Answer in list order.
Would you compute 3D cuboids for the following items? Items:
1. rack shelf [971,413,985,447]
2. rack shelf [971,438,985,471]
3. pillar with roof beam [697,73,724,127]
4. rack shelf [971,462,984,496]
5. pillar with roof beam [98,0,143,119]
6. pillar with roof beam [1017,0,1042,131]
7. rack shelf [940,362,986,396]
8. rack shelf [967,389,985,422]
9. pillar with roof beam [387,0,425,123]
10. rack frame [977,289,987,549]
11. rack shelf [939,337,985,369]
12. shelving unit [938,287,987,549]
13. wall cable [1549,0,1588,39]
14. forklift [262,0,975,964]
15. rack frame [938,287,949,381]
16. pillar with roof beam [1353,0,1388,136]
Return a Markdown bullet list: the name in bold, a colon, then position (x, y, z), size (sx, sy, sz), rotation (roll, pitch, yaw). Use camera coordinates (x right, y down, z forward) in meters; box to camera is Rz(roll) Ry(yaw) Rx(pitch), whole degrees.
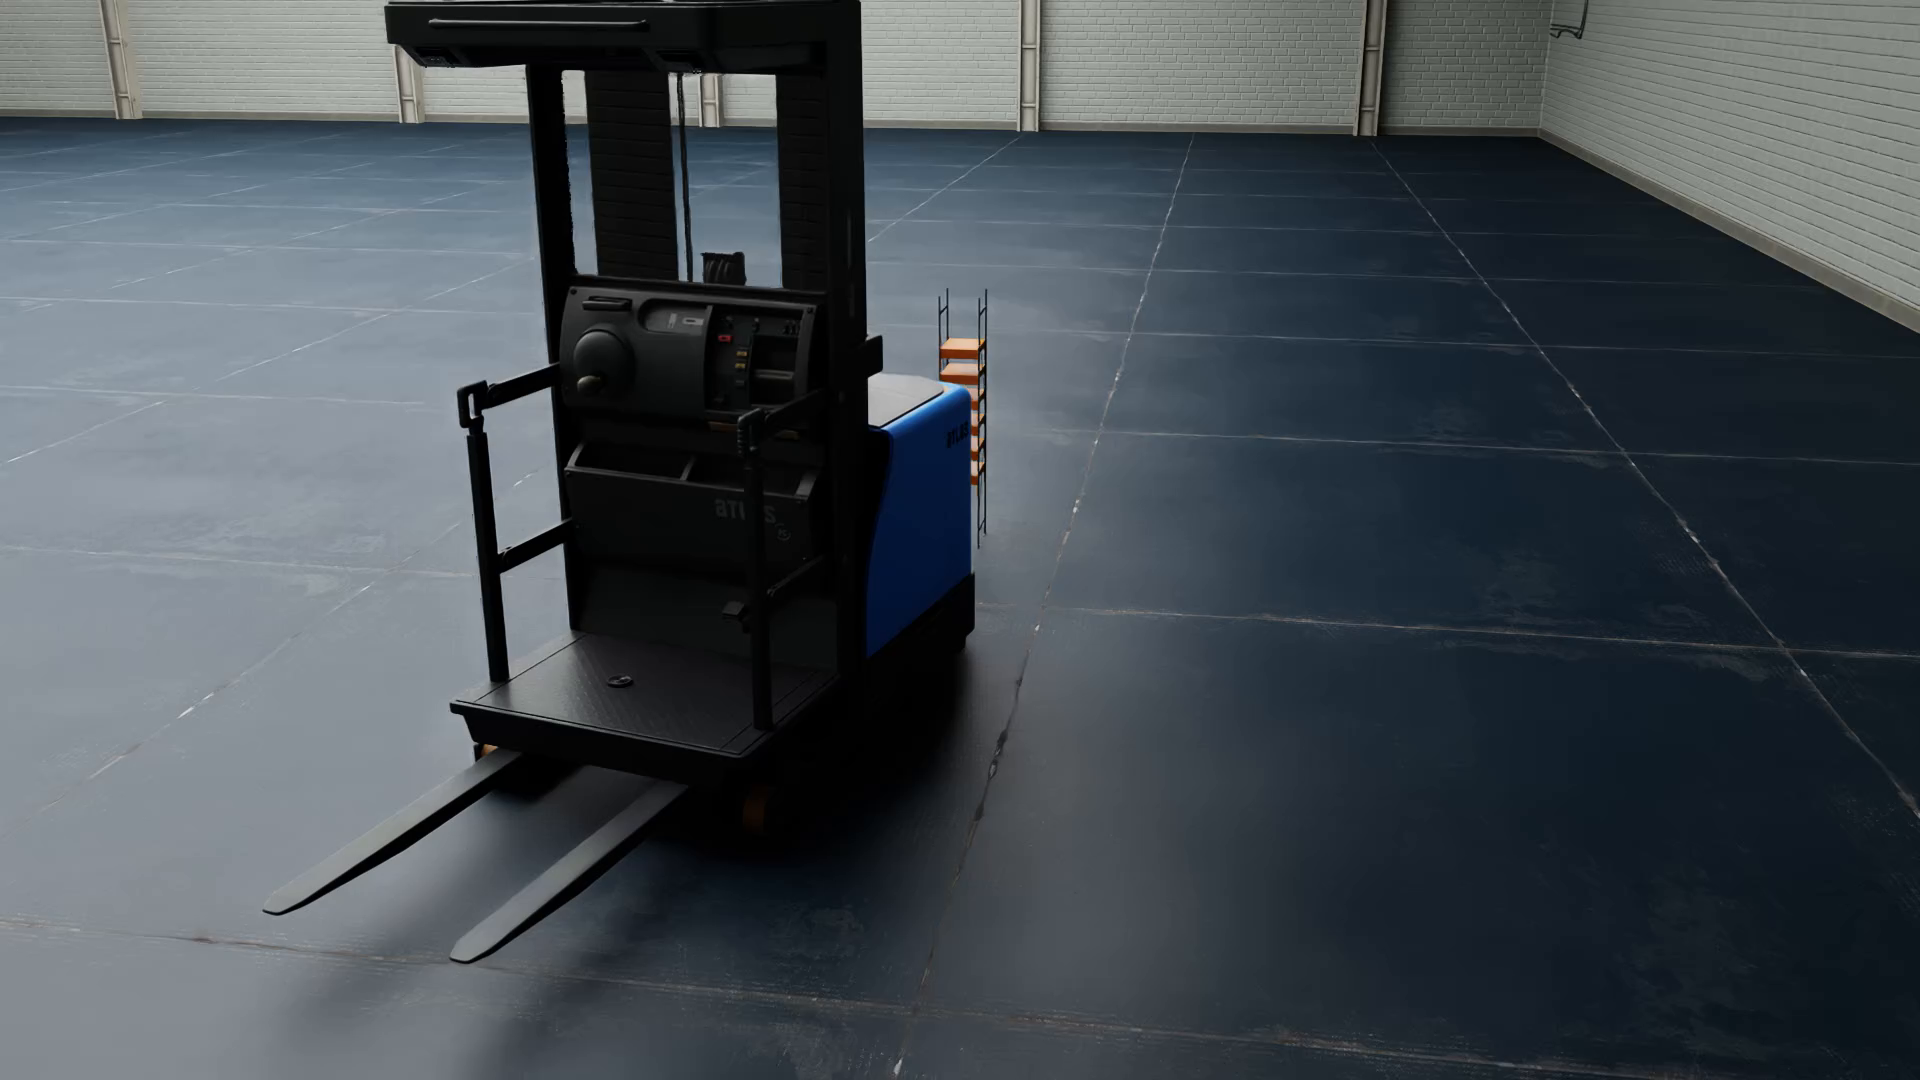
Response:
- **rack shelf**: position (0.014, -0.526, 7.844), size (0.180, 0.103, 0.258), rotation (3, 19, 9)
- **rack shelf**: position (0.014, -0.412, 7.882), size (0.180, 0.103, 0.258), rotation (3, 19, 9)
- **pillar with roof beam**: position (-5.351, -10.702, 25.825), size (0.400, 9.000, 9.100), rotation (3, 19, 9)
- **rack shelf**: position (0.014, -0.299, 7.921), size (0.180, 0.103, 0.258), rotation (3, 19, 9)
- **pillar with roof beam**: position (-17.200, -11.306, 27.630), size (0.400, 9.000, 9.100), rotation (3, 19, 9)
- **pillar with roof beam**: position (0.573, -10.400, 24.923), size (0.400, 9.000, 9.100), rotation (3, 19, 9)
- **rack shelf**: position (0.014, -0.754, 7.768), size (0.180, 0.103, 0.258), rotation (3, 19, 9)
- **rack shelf**: position (0.014, -0.640, 7.806), size (0.180, 0.103, 0.258), rotation (3, 19, 9)
- **pillar with roof beam**: position (-11.276, -11.004, 26.728), size (0.400, 9.000, 9.100), rotation (3, 19, 9)
- **rack frame**: position (0.105, -0.564, 7.816), size (0.006, 1.200, 0.240), rotation (3, 19, 9)
- **rack shelf**: position (0.014, -0.868, 7.730), size (0.180, 0.103, 0.258), rotation (3, 19, 9)
- **shelving unit**: position (0.014, -0.568, 7.830), size (0.189, 1.200, 0.258), rotation (3, 19, 9)
- **wall cable**: position (9.878, -9.411, 26.863), size (0.112, 2.526, 3.097), rotation (3, 19, 9)
- **forklift**: position (-0.967, -0.605, 5.213), size (1.130, 2.935, 3.031), rotation (7, 20, 21)
- **rack frame**: position (-0.076, -0.573, 7.844), size (0.006, 1.200, 0.240), rotation (3, 19, 9)
- **pillar with roof beam**: position (6.497, -10.098, 24.020), size (0.400, 9.000, 9.100), rotation (3, 19, 9)
